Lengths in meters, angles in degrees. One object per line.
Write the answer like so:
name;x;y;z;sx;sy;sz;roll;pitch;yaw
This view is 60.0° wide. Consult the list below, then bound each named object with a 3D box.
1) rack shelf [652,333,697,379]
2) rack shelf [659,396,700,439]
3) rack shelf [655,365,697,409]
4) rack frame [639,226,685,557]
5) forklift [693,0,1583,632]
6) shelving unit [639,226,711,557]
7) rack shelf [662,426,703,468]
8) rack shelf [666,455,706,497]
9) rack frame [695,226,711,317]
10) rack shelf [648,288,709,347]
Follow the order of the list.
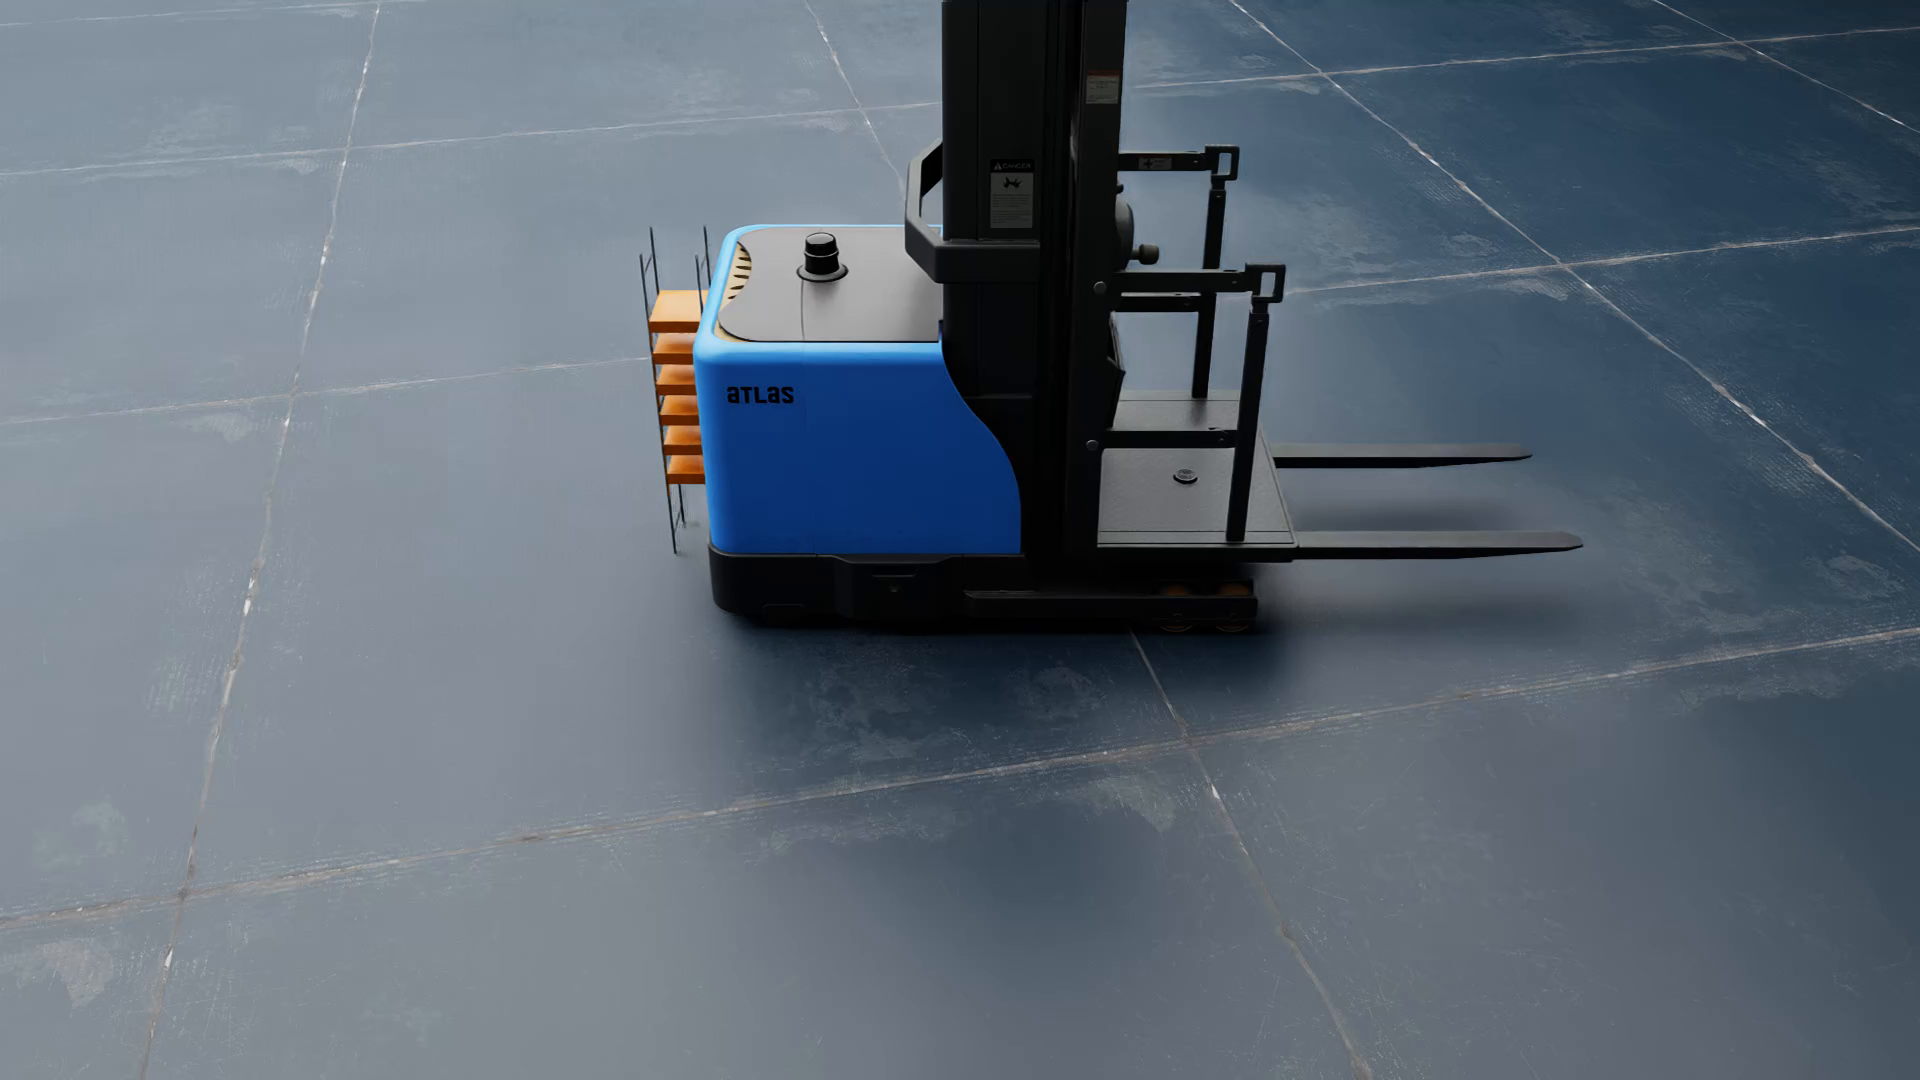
rack shelf;-0.957;-0.665;5.776;0.180;0.103;0.258;0;34;0
rack shelf;-0.957;-0.466;5.910;0.180;0.103;0.258;0;34;0
rack shelf;-0.957;-0.566;5.843;0.180;0.103;0.258;0;34;0
rack frame;-1.049;-0.503;5.885;0.006;1.200;0.240;0;34;0
forklift;0.655;-1.197;5.366;3.031;2.935;1.130;0;34;0
shelving unit;-0.957;-0.503;5.885;0.189;1.200;0.258;0;34;0
rack shelf;-0.957;-0.366;5.977;0.180;0.103;0.258;0;34;0
rack shelf;-0.957;-0.267;6.044;0.180;0.103;0.258;0;34;0
rack frame;-0.866;-0.503;5.885;0.006;1.200;0.240;0;34;0
rack shelf;-0.957;-0.765;5.710;0.180;0.103;0.258;0;34;0
